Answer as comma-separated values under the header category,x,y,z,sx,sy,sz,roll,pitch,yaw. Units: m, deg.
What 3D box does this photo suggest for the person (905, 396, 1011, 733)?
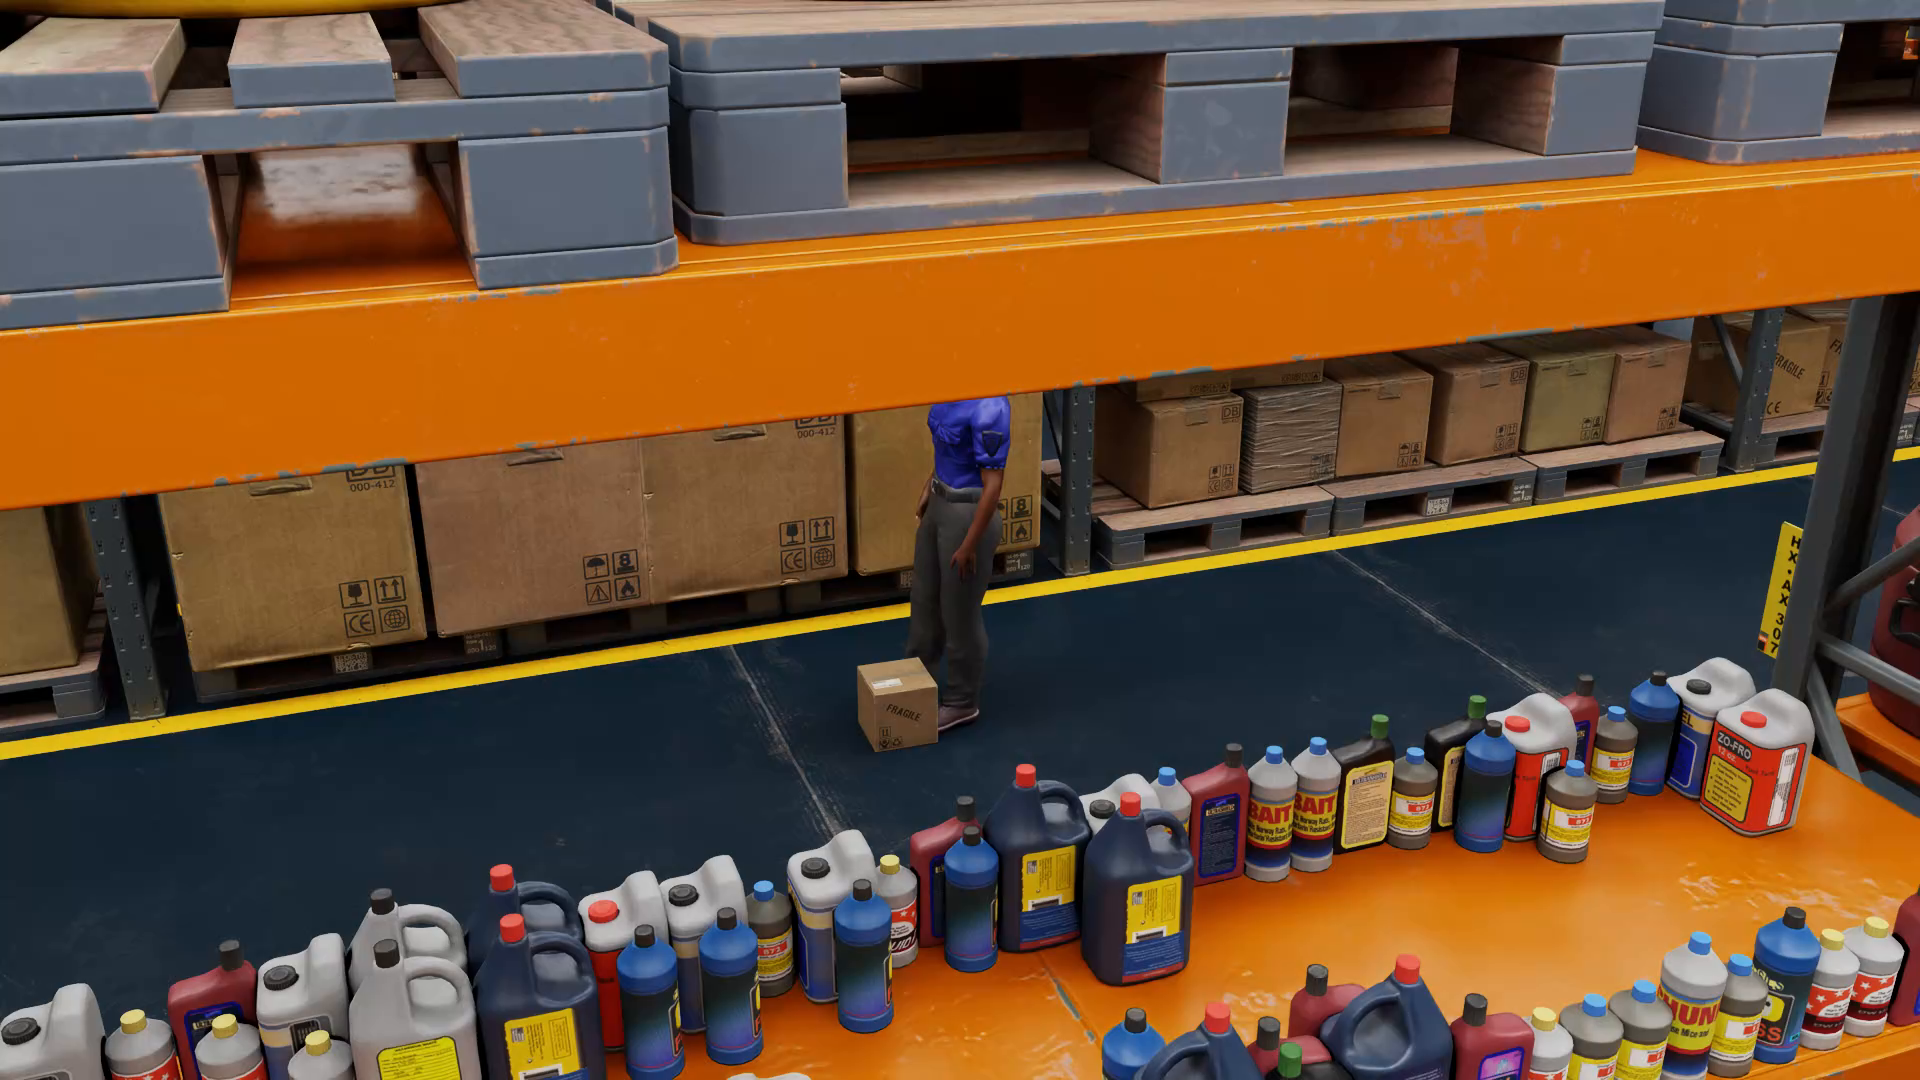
category,x,y,z,sx,sy,sz,roll,pitch,yaw
person,-0.083,-0.059,6.221,0.504,1.654,0.570,-7,24,-16
